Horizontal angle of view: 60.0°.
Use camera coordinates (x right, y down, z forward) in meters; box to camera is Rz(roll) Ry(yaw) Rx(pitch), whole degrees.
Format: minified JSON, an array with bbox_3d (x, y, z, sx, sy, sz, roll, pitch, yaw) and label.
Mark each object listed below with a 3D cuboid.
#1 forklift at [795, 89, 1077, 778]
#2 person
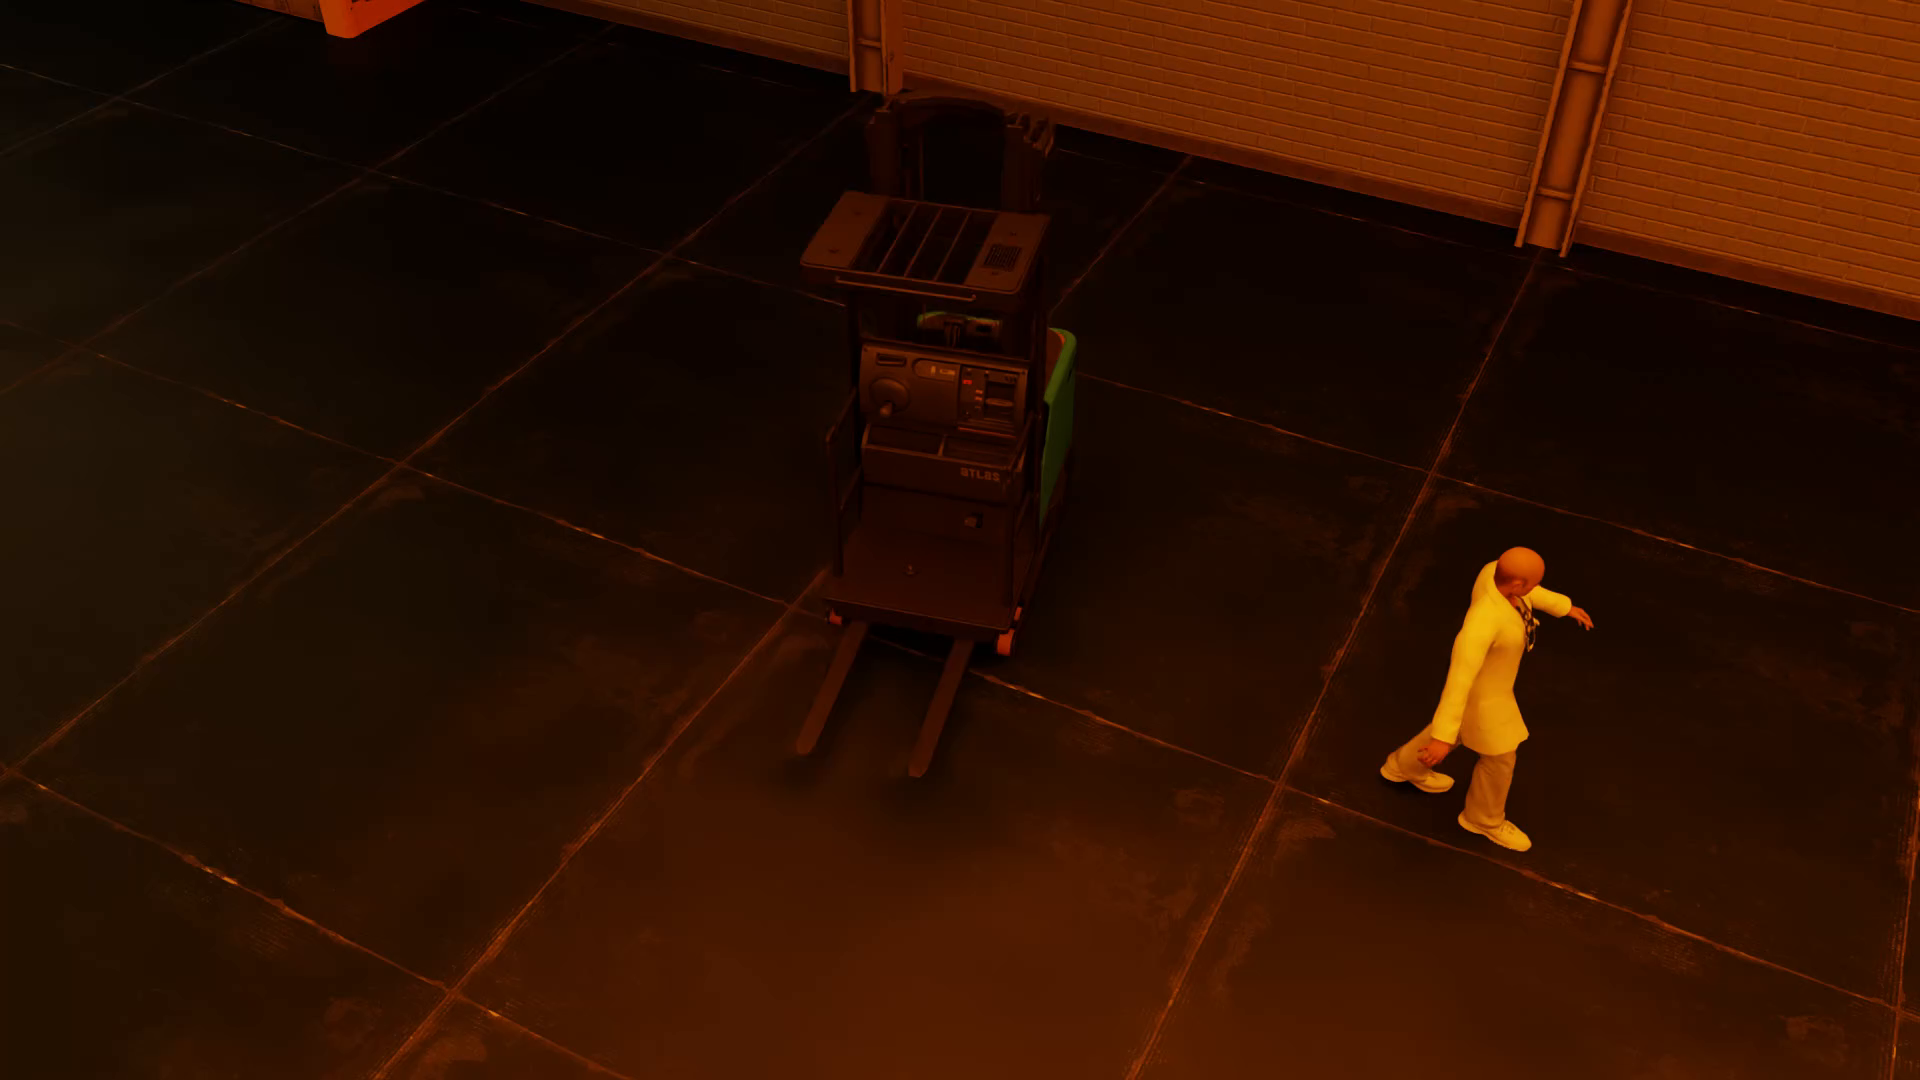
[{"bbox_3d":[-0.144,-0.737,8.861,1.130,2.935,3.031,10,41,11],"label":"forklift"},{"bbox_3d":[2.556,0.745,8.031,0.823,1.759,1.016,13,42,15],"label":"person"}]
